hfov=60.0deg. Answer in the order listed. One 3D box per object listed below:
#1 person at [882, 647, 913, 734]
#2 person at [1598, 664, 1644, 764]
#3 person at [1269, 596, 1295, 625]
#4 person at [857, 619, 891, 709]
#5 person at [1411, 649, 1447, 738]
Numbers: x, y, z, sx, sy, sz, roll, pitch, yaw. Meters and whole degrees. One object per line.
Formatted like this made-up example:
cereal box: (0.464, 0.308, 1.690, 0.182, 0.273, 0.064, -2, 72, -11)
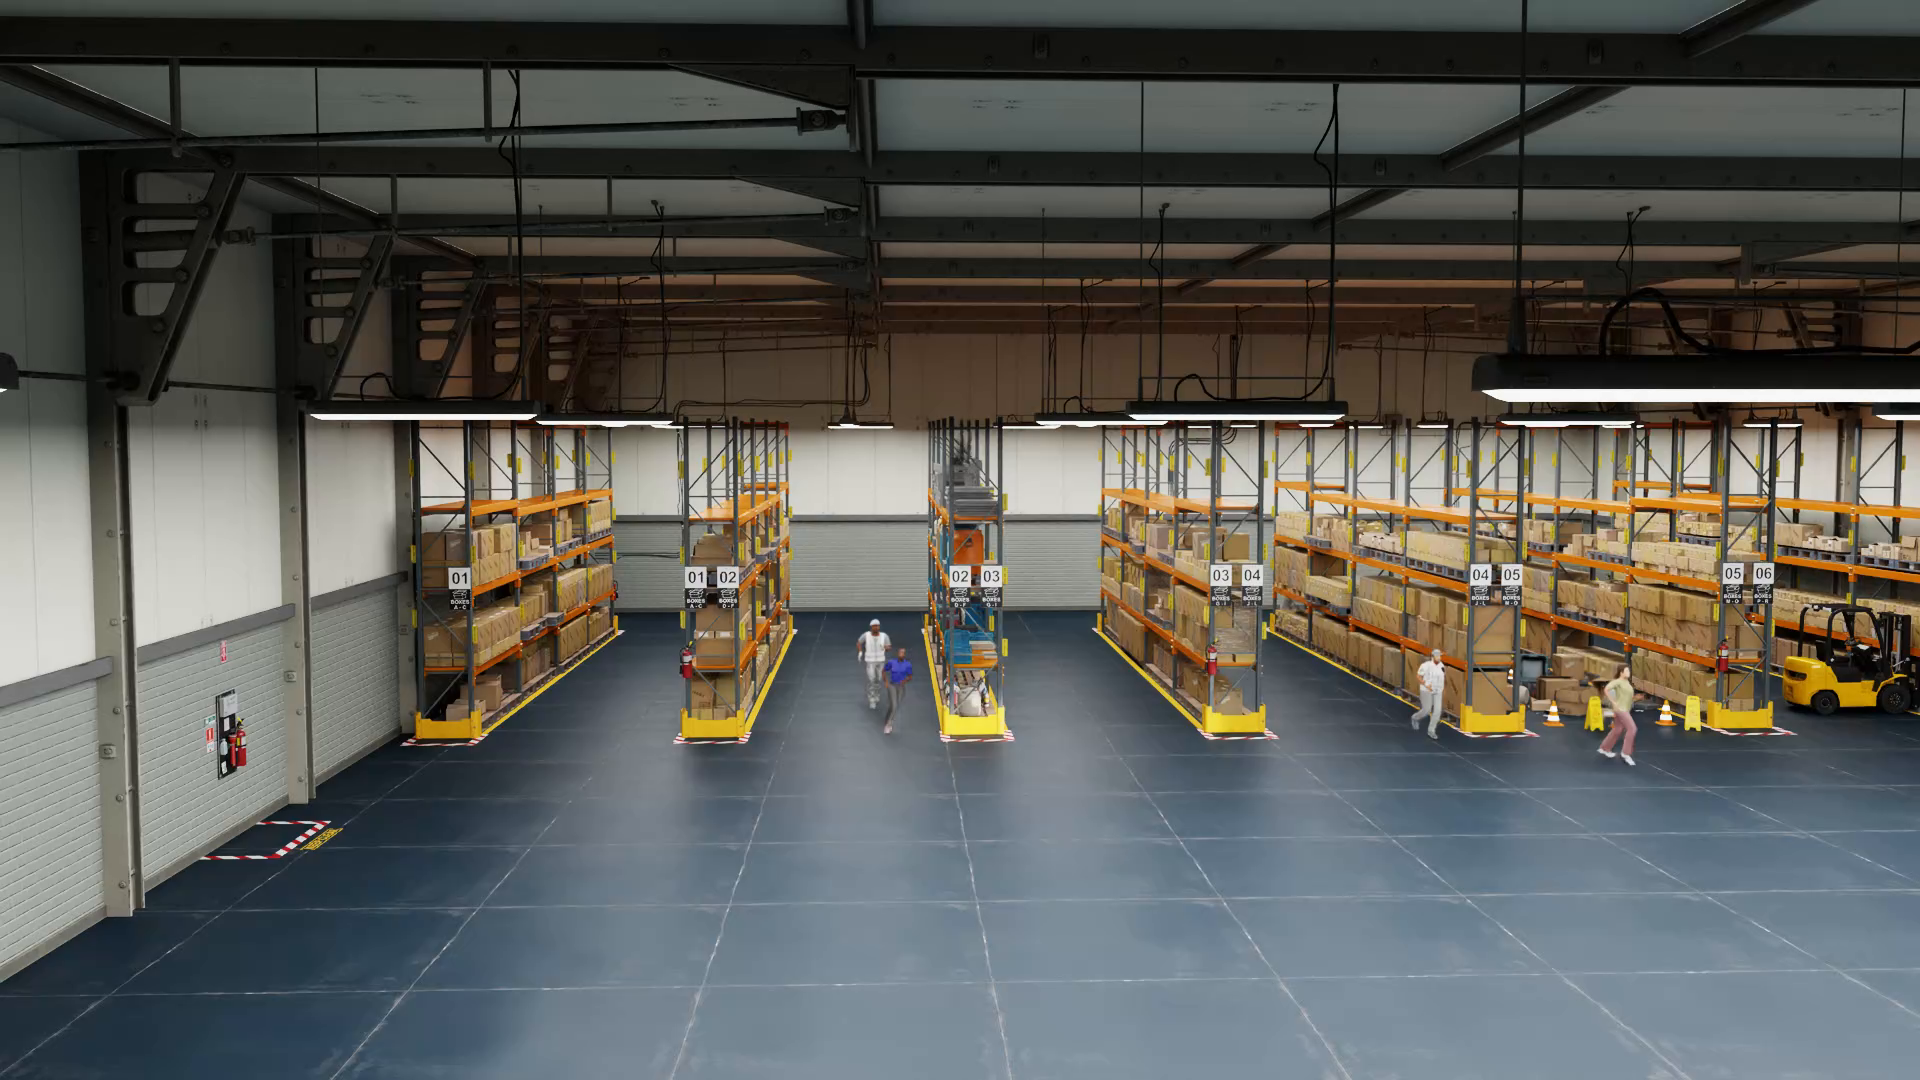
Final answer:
person: (-1.188, 2.862, 31.579, 0.591, 1.654, 0.598, -1, 4, -15)
person: (11.460, 3.011, 28.851, 0.733, 1.724, 0.558, 3, 5, 39)
person: (9.609, 1.653, 48.897, 1.033, 1.713, 0.714, 0, 4, -1)
person: (-1.774, 2.566, 34.637, 0.664, 1.843, 0.799, -1, 4, -15)
person: (8.916, 2.877, 31.399, 0.638, 1.645, 0.735, -1, 4, -15)
